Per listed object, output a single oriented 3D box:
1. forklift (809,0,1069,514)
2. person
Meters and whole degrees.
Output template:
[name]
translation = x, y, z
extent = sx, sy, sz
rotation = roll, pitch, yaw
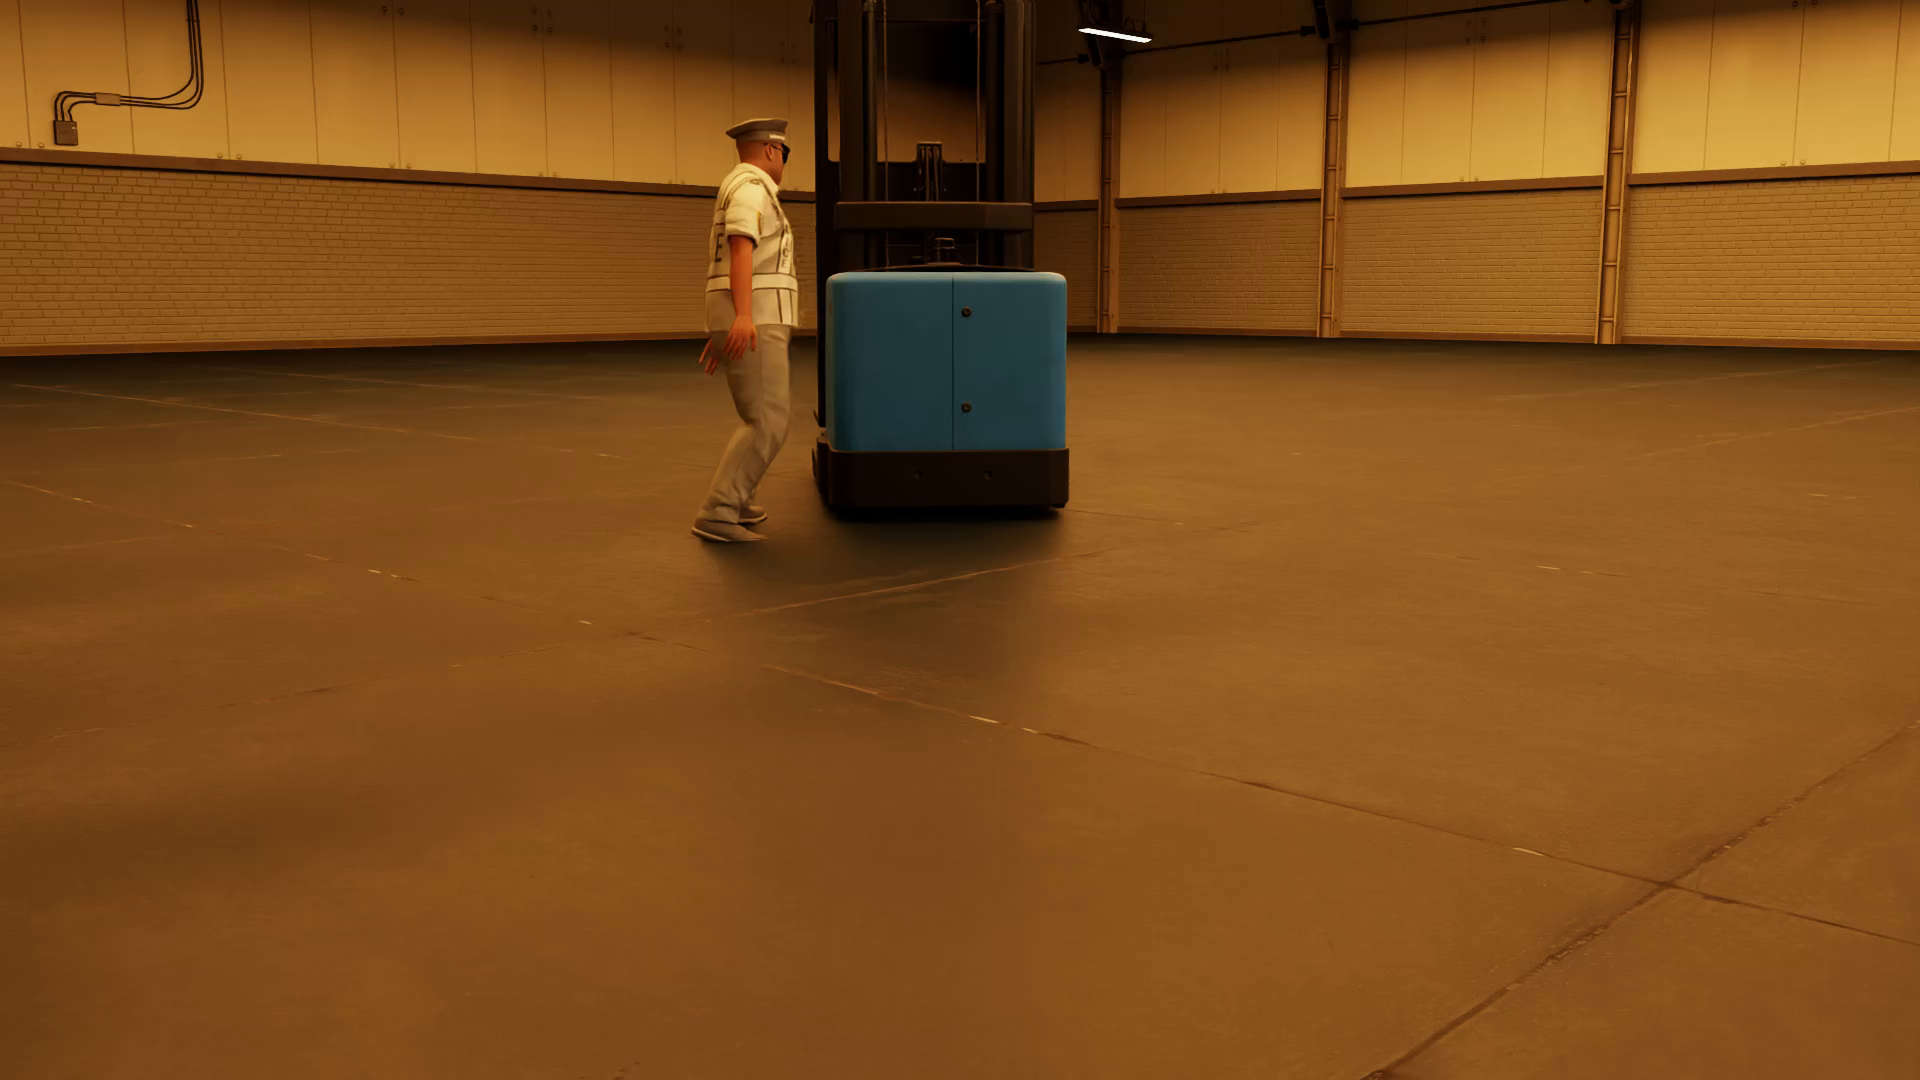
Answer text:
[forklift]
translation = -0.203, -1.750, 8.497
extent = 1.130, 2.935, 3.031
rotation = -1, 9, -7
[person]
translation = -0.888, -0.840, 6.778
extent = 0.461, 1.733, 0.896
rotation = -2, 9, -11
